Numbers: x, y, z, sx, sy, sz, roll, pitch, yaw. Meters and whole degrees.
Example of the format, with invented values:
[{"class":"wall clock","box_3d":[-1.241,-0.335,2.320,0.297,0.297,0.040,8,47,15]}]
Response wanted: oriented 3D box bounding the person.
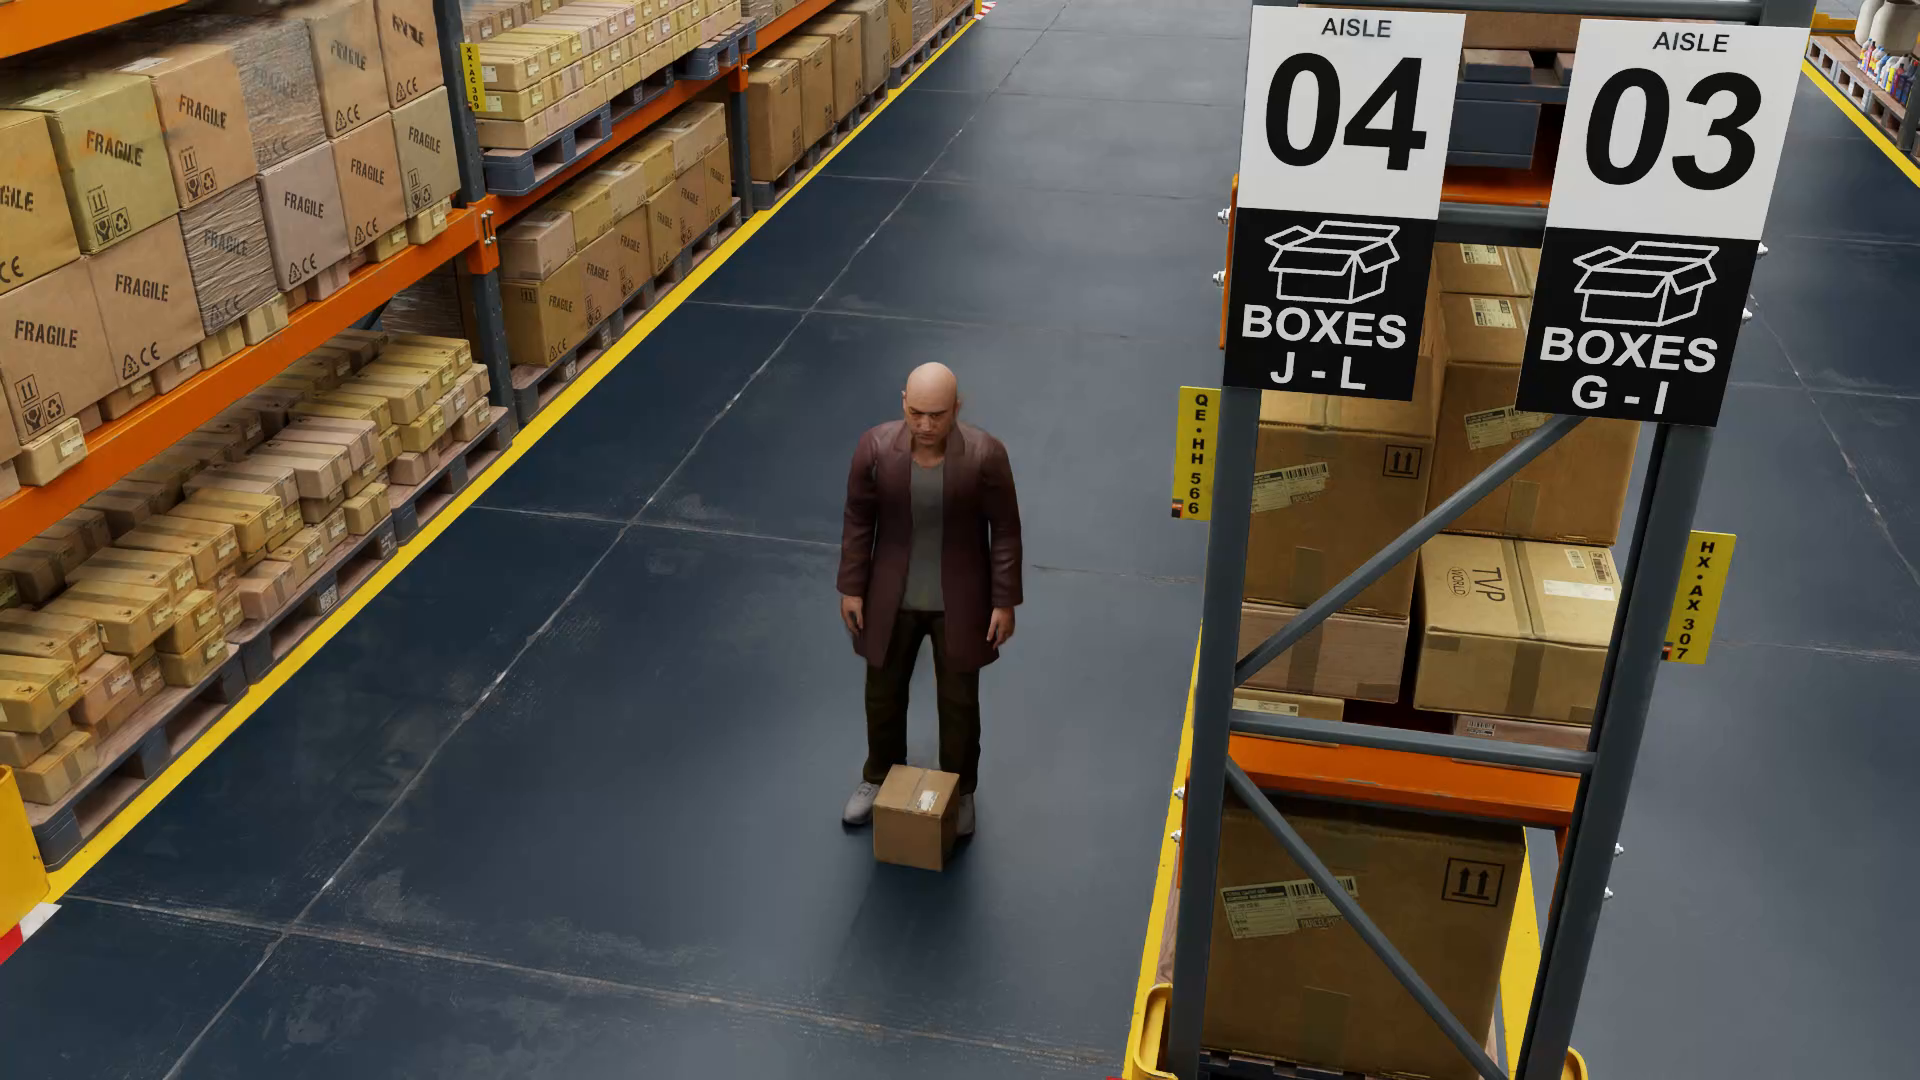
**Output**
[{"class":"person","box_3d":[-0.104,0.202,5.765,0.654,1.774,0.424,4,29,8]}]
